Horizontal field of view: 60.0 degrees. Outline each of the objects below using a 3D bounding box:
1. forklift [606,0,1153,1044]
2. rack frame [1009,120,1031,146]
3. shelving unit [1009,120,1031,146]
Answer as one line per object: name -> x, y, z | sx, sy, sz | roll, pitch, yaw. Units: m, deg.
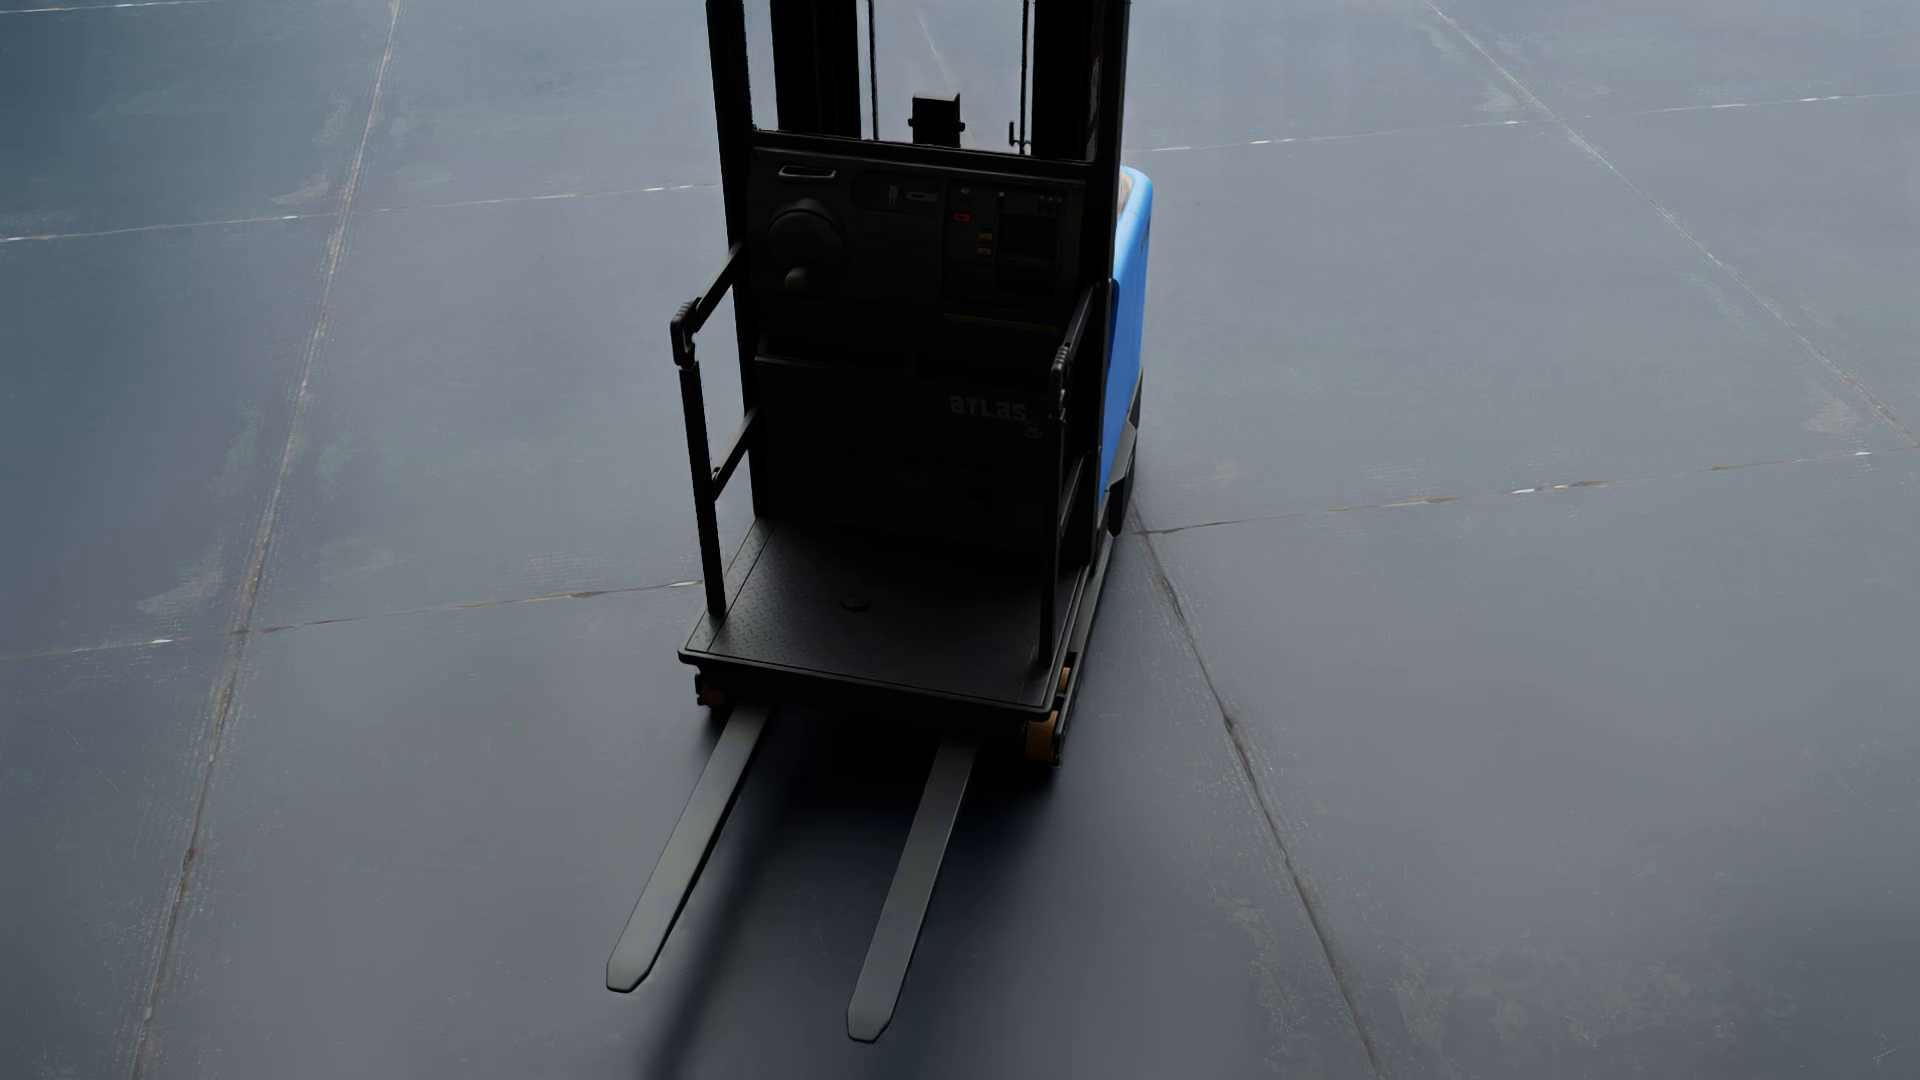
forklift -> -0.175, -0.759, 4.338 | 1.130, 2.935, 3.031 | 8, 39, 11
rack frame -> 0.275, -1.075, 6.278 | 0.200, 1.050, 0.008 | 8, 37, 10
shelving unit -> 0.247, -1.005, 6.182 | 0.215, 1.050, 0.252 | 8, 37, 10
